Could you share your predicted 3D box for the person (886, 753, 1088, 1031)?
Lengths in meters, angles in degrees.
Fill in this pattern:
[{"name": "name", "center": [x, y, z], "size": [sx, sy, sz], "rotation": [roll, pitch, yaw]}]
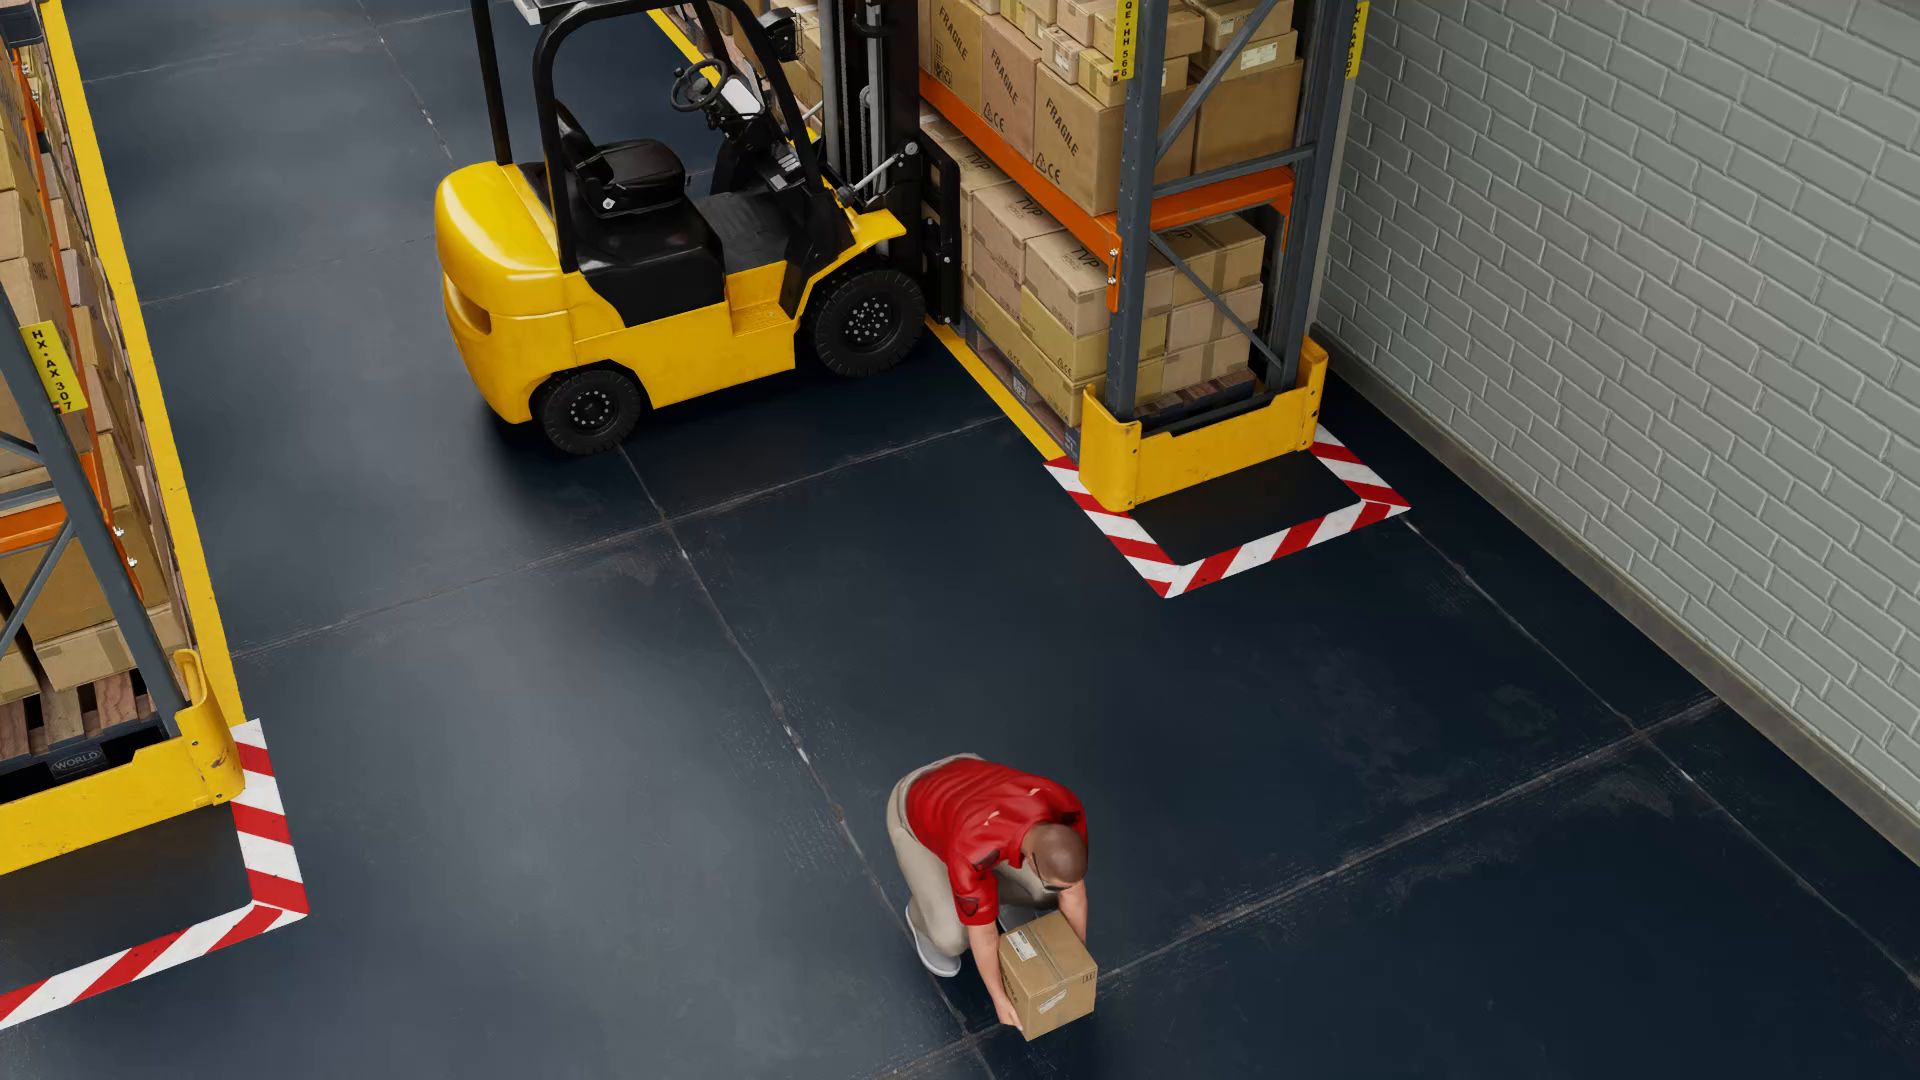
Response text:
[{"name": "person", "center": [0.109, 1.087, 5.496], "size": [0.533, 0.987, 0.890], "rotation": [-20, 45, -21]}]
